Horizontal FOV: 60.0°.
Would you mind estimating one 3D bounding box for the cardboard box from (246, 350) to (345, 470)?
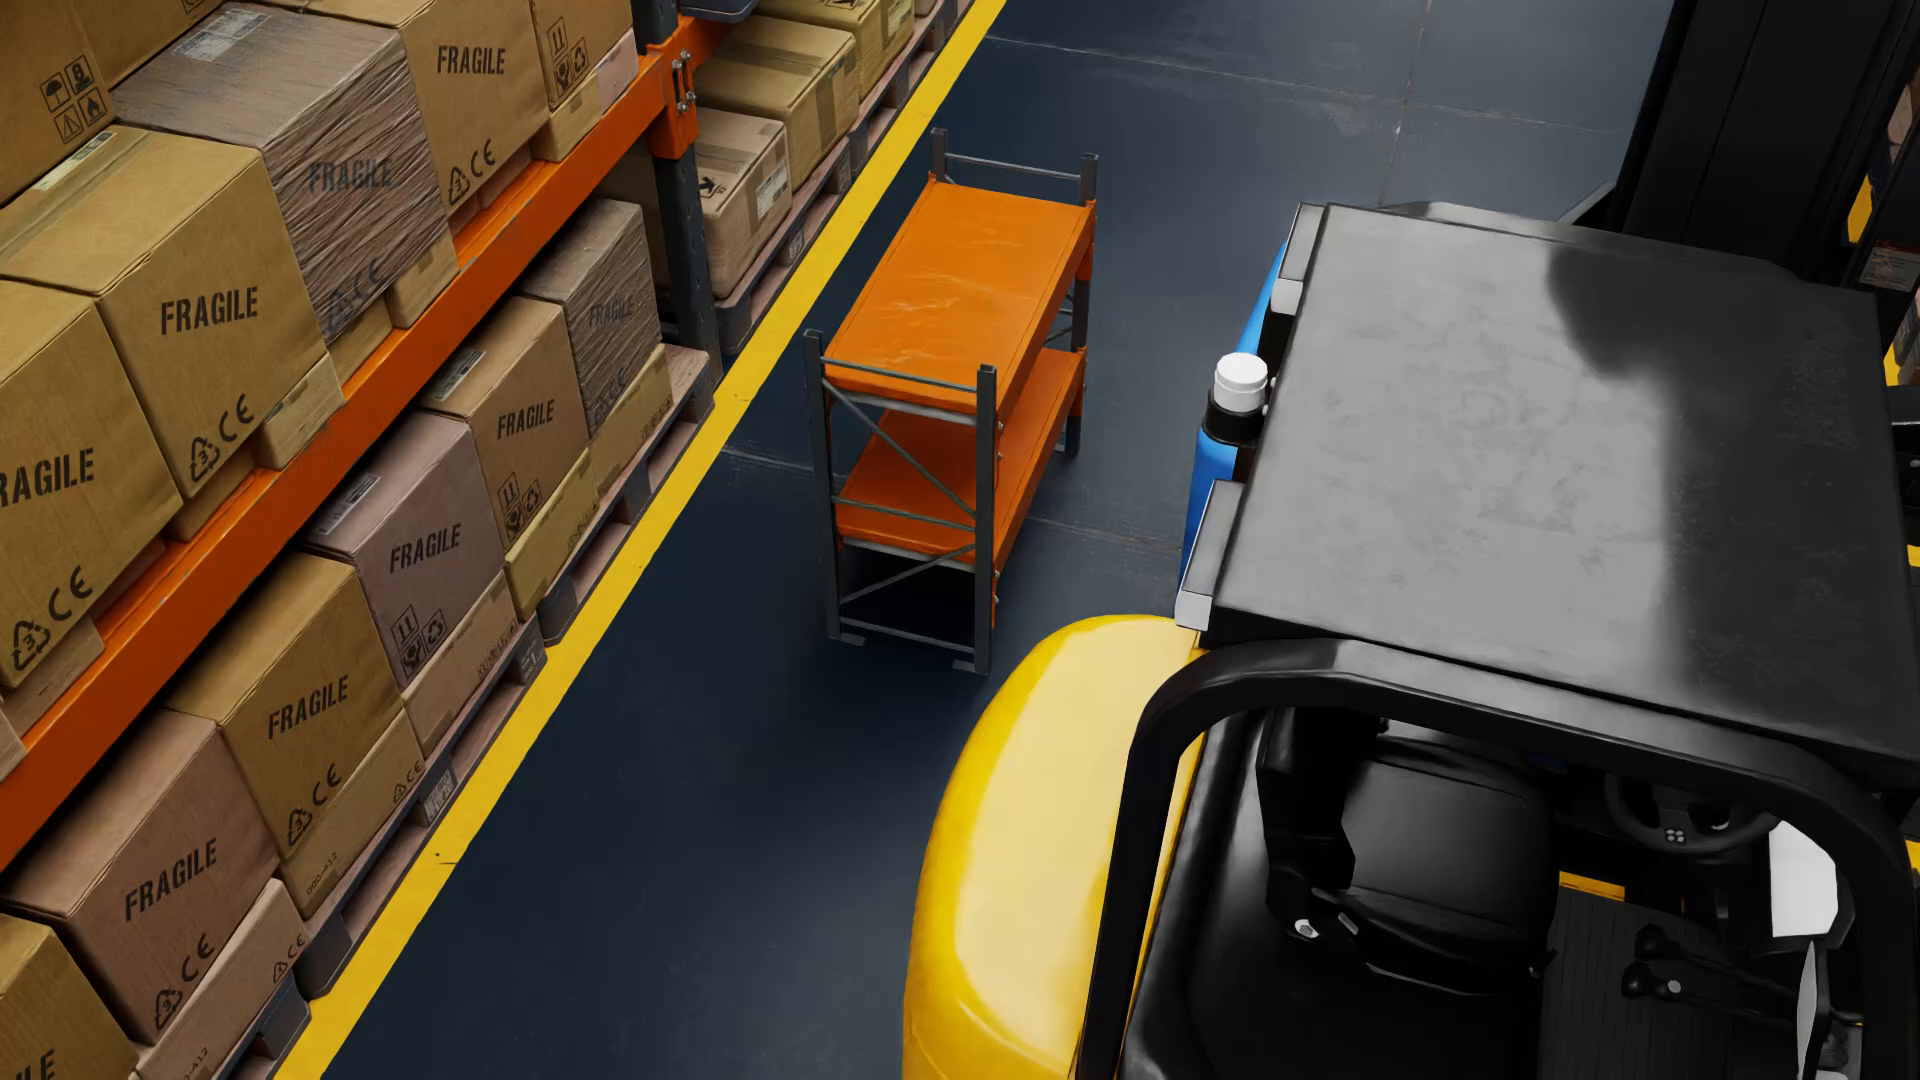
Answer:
[{"bbox_3d":[-1.584,-0.320,3.612,0.380,0.149,0.250,13,46,13],"label":"cardboard box"}]

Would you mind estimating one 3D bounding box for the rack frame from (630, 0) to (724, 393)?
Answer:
[{"bbox_3d":[-1.323,-1.710,4.853,1.000,3.000,0.127,13,46,13],"label":"rack frame"}]

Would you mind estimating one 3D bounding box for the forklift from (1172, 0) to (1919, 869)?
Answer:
[{"bbox_3d":[2.131,-0.462,3.626,3.031,2.935,1.130,15,46,15],"label":"forklift"}]

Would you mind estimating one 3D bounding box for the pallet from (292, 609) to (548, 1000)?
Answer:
[{"bbox_3d":[-1.860,0.558,4.529,1.003,0.211,1.213,13,46,13],"label":"pallet"}]

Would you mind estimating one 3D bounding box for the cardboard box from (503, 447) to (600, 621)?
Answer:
[{"bbox_3d":[-1.397,-0.069,4.842,0.500,0.250,0.500,11,46,11],"label":"cardboard box"}]

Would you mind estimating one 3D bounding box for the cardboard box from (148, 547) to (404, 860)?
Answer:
[{"bbox_3d":[-1.706,0.344,3.883,0.500,0.500,0.500,13,46,13],"label":"cardboard box"}]

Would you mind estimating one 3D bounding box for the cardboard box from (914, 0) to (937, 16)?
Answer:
[{"bbox_3d":[-0.508,-2.719,7.462,0.950,0.372,0.625,12,46,12],"label":"cardboard box"}]

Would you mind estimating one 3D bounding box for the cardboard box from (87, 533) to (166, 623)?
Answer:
[{"bbox_3d":[-1.824,0.005,3.280,0.380,0.149,0.250,14,46,14],"label":"cardboard box"}]

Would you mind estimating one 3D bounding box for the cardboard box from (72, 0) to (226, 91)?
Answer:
[{"bbox_3d":[-2.016,-1.297,3.432,0.700,0.500,0.500,12,46,12],"label":"cardboard box"}]

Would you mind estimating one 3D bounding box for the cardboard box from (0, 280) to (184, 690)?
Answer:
[{"bbox_3d":[-1.819,-0.128,2.952,0.500,0.500,0.500,12,46,12],"label":"cardboard box"}]

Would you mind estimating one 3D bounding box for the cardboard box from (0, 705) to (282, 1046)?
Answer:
[{"bbox_3d":[-1.865,0.677,3.543,0.500,0.500,0.500,11,45,11],"label":"cardboard box"}]

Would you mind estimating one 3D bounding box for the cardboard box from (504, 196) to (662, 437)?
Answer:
[{"bbox_3d":[-1.246,-0.694,4.944,0.500,0.500,0.500,12,46,12],"label":"cardboard box"}]

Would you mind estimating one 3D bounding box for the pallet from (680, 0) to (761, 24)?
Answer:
[{"bbox_3d":[-0.953,-2.120,5.409,1.003,0.211,1.213,13,46,13],"label":"pallet"}]

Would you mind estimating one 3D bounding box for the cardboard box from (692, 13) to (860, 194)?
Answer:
[{"bbox_3d":[-0.952,-1.751,6.473,0.950,0.372,0.625,15,46,15],"label":"cardboard box"}]

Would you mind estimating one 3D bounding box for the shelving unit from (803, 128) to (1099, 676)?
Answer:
[{"bbox_3d":[0.002,-0.407,4.861,0.538,1.125,1.048,13,46,13],"label":"shelving unit"}]

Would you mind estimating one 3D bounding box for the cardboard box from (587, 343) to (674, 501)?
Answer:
[{"bbox_3d":[-1.246,-0.426,5.206,0.500,0.250,0.500,14,46,14],"label":"cardboard box"}]

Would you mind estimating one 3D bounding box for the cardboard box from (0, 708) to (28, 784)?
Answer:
[{"bbox_3d":[-1.893,0.373,2.903,0.380,0.149,0.250,13,46,13],"label":"cardboard box"}]

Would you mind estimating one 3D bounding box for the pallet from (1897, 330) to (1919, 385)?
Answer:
[{"bbox_3d":[3.595,-0.164,5.266,1.003,0.211,1.213,13,46,13],"label":"pallet"}]

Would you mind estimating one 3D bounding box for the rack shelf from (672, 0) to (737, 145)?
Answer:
[{"bbox_3d":[-0.717,-2.786,6.466,1.077,0.370,4.000,13,46,13],"label":"rack shelf"}]

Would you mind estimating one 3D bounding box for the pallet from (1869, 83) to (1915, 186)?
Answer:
[{"bbox_3d":[4.334,-1.790,6.928,1.003,0.211,1.213,13,46,13],"label":"pallet"}]

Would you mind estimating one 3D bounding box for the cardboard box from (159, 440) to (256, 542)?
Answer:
[{"bbox_3d":[-1.716,-0.165,3.453,0.380,0.149,0.250,11,46,11],"label":"cardboard box"}]

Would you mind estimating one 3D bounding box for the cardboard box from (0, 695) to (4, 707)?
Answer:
[{"bbox_3d":[-1.973,0.211,2.605,0.500,0.500,0.500,14,46,14],"label":"cardboard box"}]

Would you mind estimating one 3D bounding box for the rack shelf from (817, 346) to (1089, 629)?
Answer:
[{"bbox_3d":[0.002,-0.232,5.032,0.538,0.278,1.000,13,46,13],"label":"rack shelf"}]

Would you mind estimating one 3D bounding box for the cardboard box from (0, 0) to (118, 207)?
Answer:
[{"bbox_3d":[-2.087,-0.930,3.057,0.700,0.500,0.500,12,46,12],"label":"cardboard box"}]

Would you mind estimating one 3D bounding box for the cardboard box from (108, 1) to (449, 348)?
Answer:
[{"bbox_3d":[-1.522,-0.812,3.651,0.500,0.500,0.500,14,46,14],"label":"cardboard box"}]

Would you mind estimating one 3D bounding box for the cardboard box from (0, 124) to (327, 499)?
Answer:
[{"bbox_3d":[-1.673,-0.469,3.300,0.500,0.500,0.500,12,46,12],"label":"cardboard box"}]

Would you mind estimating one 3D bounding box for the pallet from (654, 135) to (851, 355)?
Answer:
[{"bbox_3d":[-1.088,-1.232,6.358,1.003,0.211,1.213,13,46,13],"label":"pallet"}]

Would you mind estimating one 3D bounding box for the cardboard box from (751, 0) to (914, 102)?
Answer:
[{"bbox_3d":[-0.743,-2.215,6.947,0.950,0.372,0.625,14,46,14],"label":"cardboard box"}]

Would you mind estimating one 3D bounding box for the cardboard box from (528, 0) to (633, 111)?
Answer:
[{"bbox_3d":[-1.220,-1.503,4.357,0.500,0.500,0.500,11,46,11],"label":"cardboard box"}]

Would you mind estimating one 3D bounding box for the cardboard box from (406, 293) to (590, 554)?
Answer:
[{"bbox_3d":[-1.399,-0.355,4.597,0.500,0.500,0.500,13,46,13],"label":"cardboard box"}]

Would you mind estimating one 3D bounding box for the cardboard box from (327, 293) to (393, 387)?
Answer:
[{"bbox_3d":[-1.540,-0.499,3.795,0.380,0.149,0.250,12,46,12],"label":"cardboard box"}]

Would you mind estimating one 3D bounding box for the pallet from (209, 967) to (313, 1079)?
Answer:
[{"bbox_3d":[-2.231,1.368,3.701,1.003,0.211,1.213,13,46,13],"label":"pallet"}]

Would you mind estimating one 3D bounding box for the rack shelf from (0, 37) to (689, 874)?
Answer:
[{"bbox_3d":[-1.928,-0.120,3.742,1.077,0.370,4.000,13,46,13],"label":"rack shelf"}]

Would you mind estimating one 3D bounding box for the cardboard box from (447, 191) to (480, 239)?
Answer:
[{"bbox_3d":[-1.441,-0.853,4.157,0.380,0.149,0.250,12,46,12],"label":"cardboard box"}]

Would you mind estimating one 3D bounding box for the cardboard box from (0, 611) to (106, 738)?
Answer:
[{"bbox_3d":[-1.846,0.194,3.087,0.380,0.149,0.250,14,46,14],"label":"cardboard box"}]

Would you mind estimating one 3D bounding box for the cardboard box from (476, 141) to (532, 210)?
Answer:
[{"bbox_3d":[-1.352,-1.016,4.323,0.380,0.149,0.250,13,46,13],"label":"cardboard box"}]

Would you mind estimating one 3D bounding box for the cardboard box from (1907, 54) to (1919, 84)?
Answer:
[{"bbox_3d":[4.418,-2.216,6.767,0.875,0.625,0.625,14,46,14],"label":"cardboard box"}]

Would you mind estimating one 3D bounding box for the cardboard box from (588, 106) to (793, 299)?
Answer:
[{"bbox_3d":[-1.166,-1.271,5.983,0.950,0.372,0.625,13,46,13],"label":"cardboard box"}]

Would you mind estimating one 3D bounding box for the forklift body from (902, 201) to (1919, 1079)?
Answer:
[{"bbox_3d":[1.033,0.658,3.039,2.313,2.155,1.214,13,46,13],"label":"forklift body"}]

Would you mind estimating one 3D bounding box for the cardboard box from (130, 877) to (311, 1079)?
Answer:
[{"bbox_3d":[-1.865,0.971,3.778,0.500,0.250,0.500,14,46,14],"label":"cardboard box"}]

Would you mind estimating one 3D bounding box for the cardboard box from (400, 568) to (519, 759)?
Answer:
[{"bbox_3d":[-1.556,0.269,4.496,0.500,0.250,0.500,13,46,13],"label":"cardboard box"}]

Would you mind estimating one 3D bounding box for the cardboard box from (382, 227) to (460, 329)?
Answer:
[{"bbox_3d":[-1.434,-0.663,3.963,0.380,0.149,0.250,12,46,12],"label":"cardboard box"}]

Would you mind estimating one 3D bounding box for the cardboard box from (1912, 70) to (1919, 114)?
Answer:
[{"bbox_3d":[4.228,-1.778,6.320,0.875,0.625,0.625,14,46,14],"label":"cardboard box"}]

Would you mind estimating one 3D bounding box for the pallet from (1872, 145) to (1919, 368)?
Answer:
[{"bbox_3d":[3.963,-0.979,6.100,1.003,0.211,1.213,13,46,13],"label":"pallet"}]

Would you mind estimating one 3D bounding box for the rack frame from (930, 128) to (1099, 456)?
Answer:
[{"bbox_3d":[0.156,-0.745,5.207,0.500,1.125,0.032,13,46,13],"label":"rack frame"}]

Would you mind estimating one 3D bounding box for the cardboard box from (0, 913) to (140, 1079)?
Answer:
[{"bbox_3d":[-2.020,1.026,3.186,0.500,0.500,0.500,11,45,11],"label":"cardboard box"}]

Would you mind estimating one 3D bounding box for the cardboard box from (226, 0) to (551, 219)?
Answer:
[{"bbox_3d":[-1.370,-1.158,4.005,0.500,0.500,0.500,14,46,14],"label":"cardboard box"}]

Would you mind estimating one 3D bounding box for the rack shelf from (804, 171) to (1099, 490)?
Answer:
[{"bbox_3d":[0.002,-0.616,4.656,0.538,0.278,1.000,13,46,13],"label":"rack shelf"}]

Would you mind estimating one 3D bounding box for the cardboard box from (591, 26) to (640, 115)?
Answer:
[{"bbox_3d":[-1.130,-1.341,4.655,0.380,0.149,0.250,12,46,12],"label":"cardboard box"}]

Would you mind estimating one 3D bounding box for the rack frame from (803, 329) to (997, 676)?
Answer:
[{"bbox_3d":[-0.152,-0.068,4.515,0.500,1.125,0.032,13,46,13],"label":"rack frame"}]

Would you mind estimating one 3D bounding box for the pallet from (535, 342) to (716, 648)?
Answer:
[{"bbox_3d":[-1.492,-0.258,5.363,1.003,0.211,1.213,13,46,13],"label":"pallet"}]

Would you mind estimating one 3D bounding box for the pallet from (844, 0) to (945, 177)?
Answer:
[{"bbox_3d":[-0.721,-2.048,7.192,1.003,0.211,1.213,13,46,13],"label":"pallet"}]

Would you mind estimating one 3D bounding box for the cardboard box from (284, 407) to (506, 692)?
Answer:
[{"bbox_3d":[-1.552,-0.014,4.249,0.500,0.500,0.500,15,46,15],"label":"cardboard box"}]

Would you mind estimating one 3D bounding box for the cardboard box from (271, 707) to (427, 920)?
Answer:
[{"bbox_3d":[-1.711,0.605,4.153,0.500,0.250,0.500,15,46,15],"label":"cardboard box"}]

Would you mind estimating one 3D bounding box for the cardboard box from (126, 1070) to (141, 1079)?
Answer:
[{"bbox_3d":[-2.026,1.310,3.432,0.500,0.250,0.500,12,46,12],"label":"cardboard box"}]

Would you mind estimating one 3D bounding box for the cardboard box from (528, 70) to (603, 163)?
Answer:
[{"bbox_3d":[-1.199,-1.173,4.484,0.380,0.149,0.250,13,46,13],"label":"cardboard box"}]

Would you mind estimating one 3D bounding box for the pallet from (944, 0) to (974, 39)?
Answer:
[{"bbox_3d":[-0.350,-2.859,8.021,1.003,0.211,1.213,13,46,13],"label":"pallet"}]
